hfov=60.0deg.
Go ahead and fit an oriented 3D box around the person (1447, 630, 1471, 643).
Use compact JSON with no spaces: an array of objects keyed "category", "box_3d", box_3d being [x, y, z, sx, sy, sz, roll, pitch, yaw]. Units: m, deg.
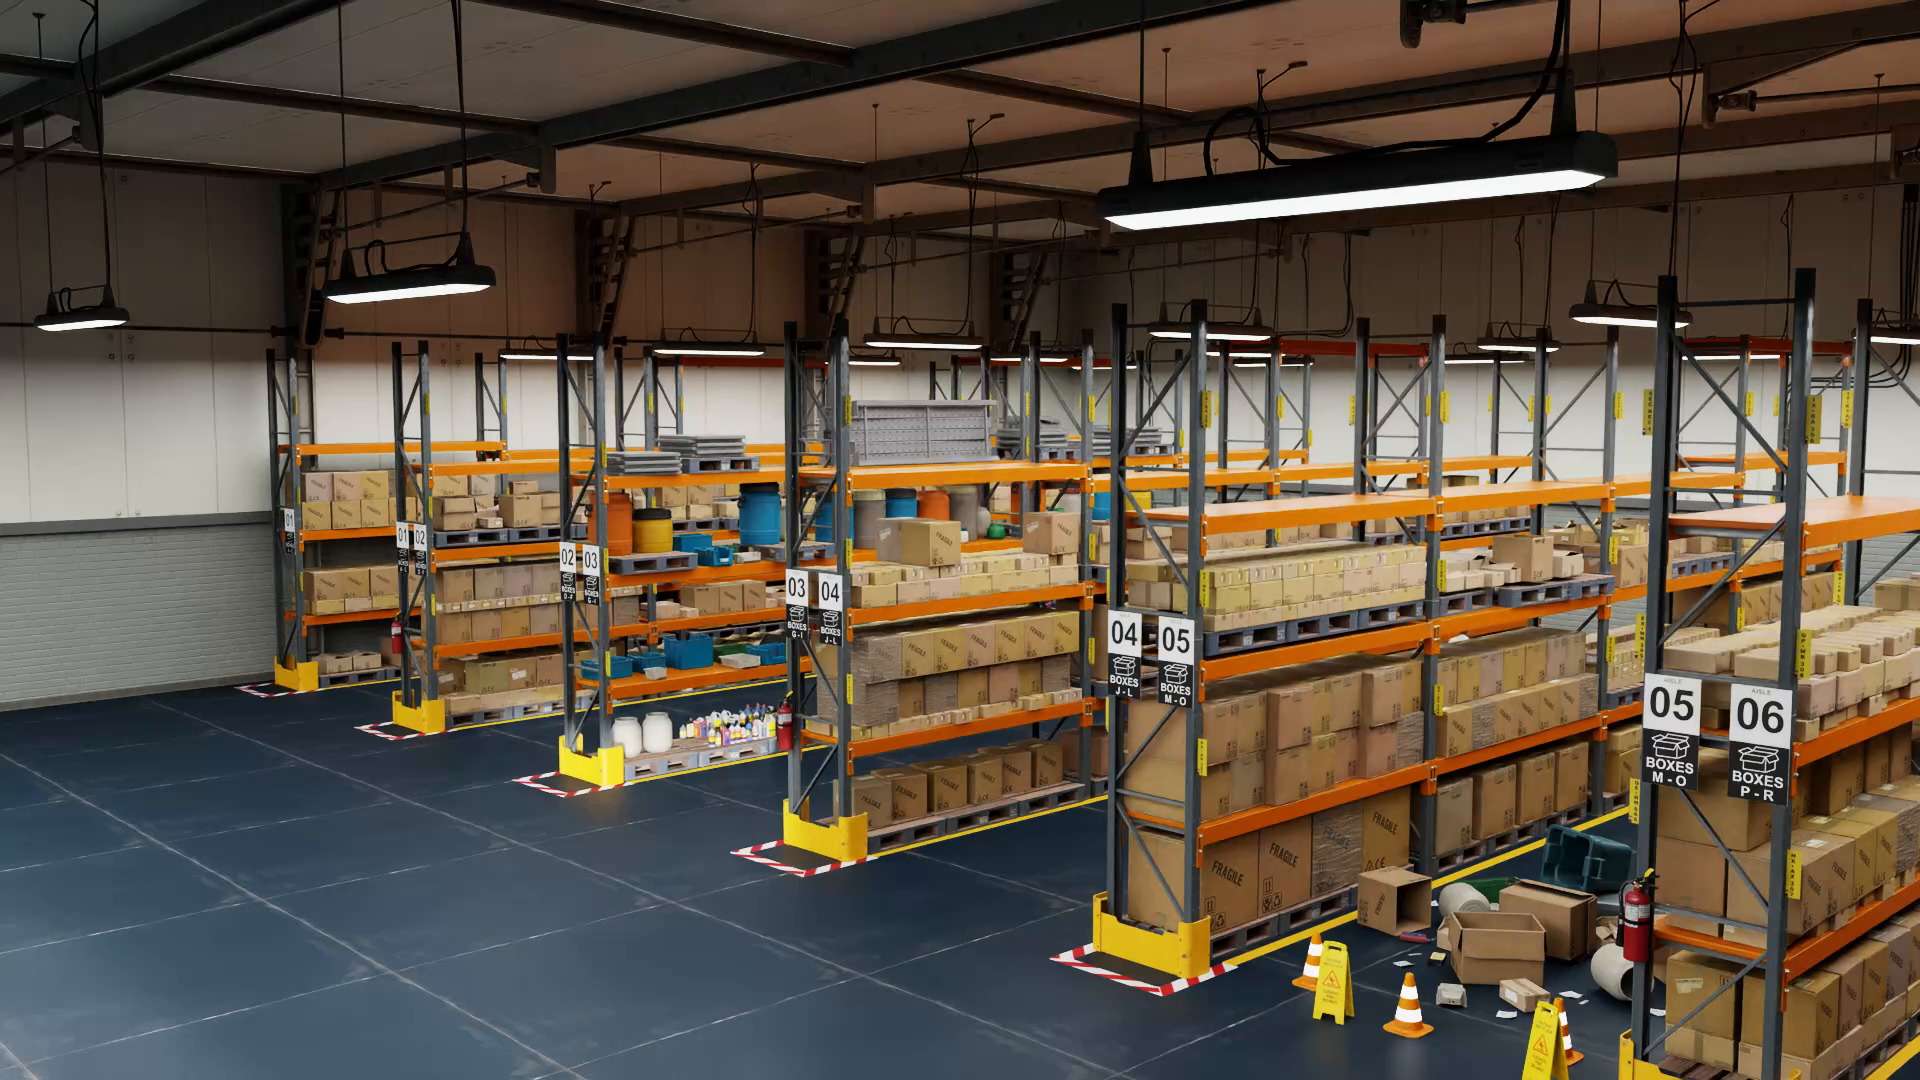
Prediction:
[{"category":"person","box_3d":[7.645,2.108,25.225,0.822,1.777,0.630,-3,6,-31]}]
